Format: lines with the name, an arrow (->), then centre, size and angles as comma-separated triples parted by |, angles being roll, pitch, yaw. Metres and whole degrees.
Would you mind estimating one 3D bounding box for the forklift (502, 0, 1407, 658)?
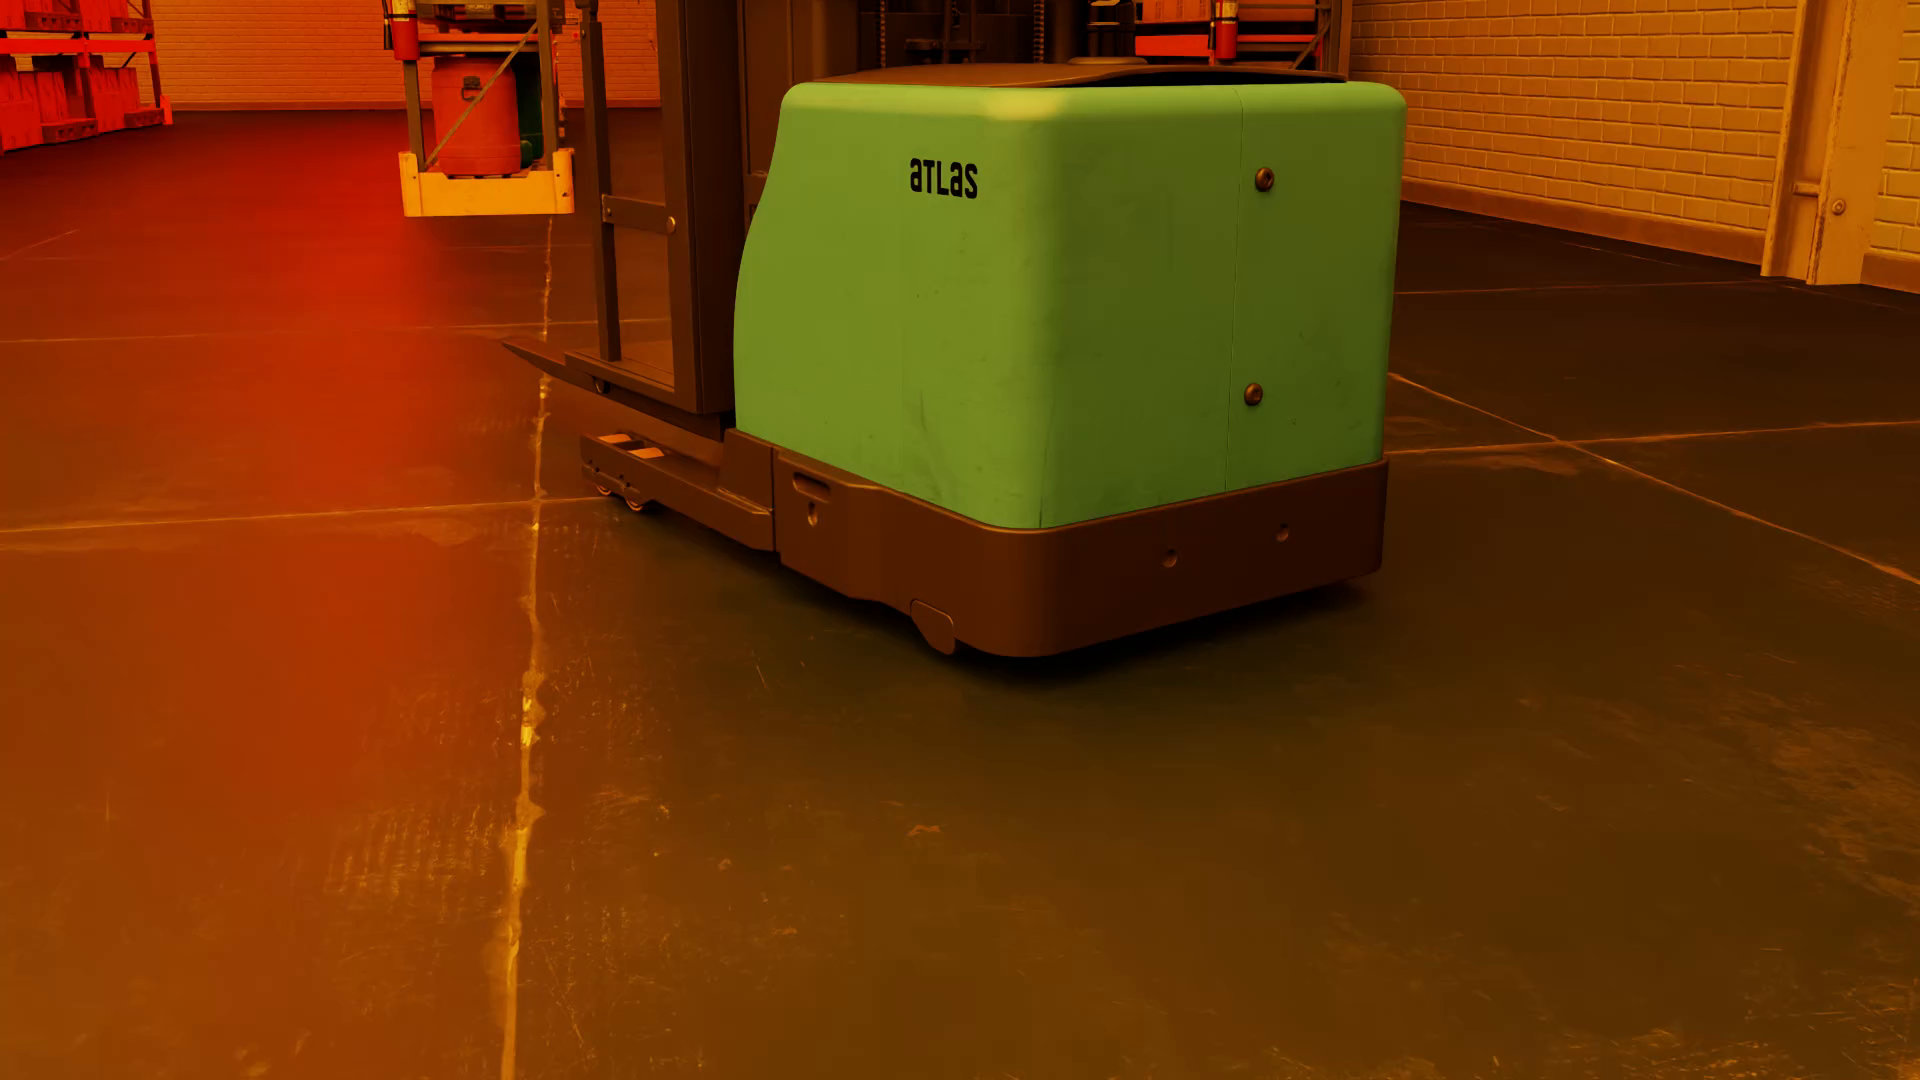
forklift -> -0.350, -1.547, 4.075 | 1.130, 2.935, 3.031 | -11, 20, -34
